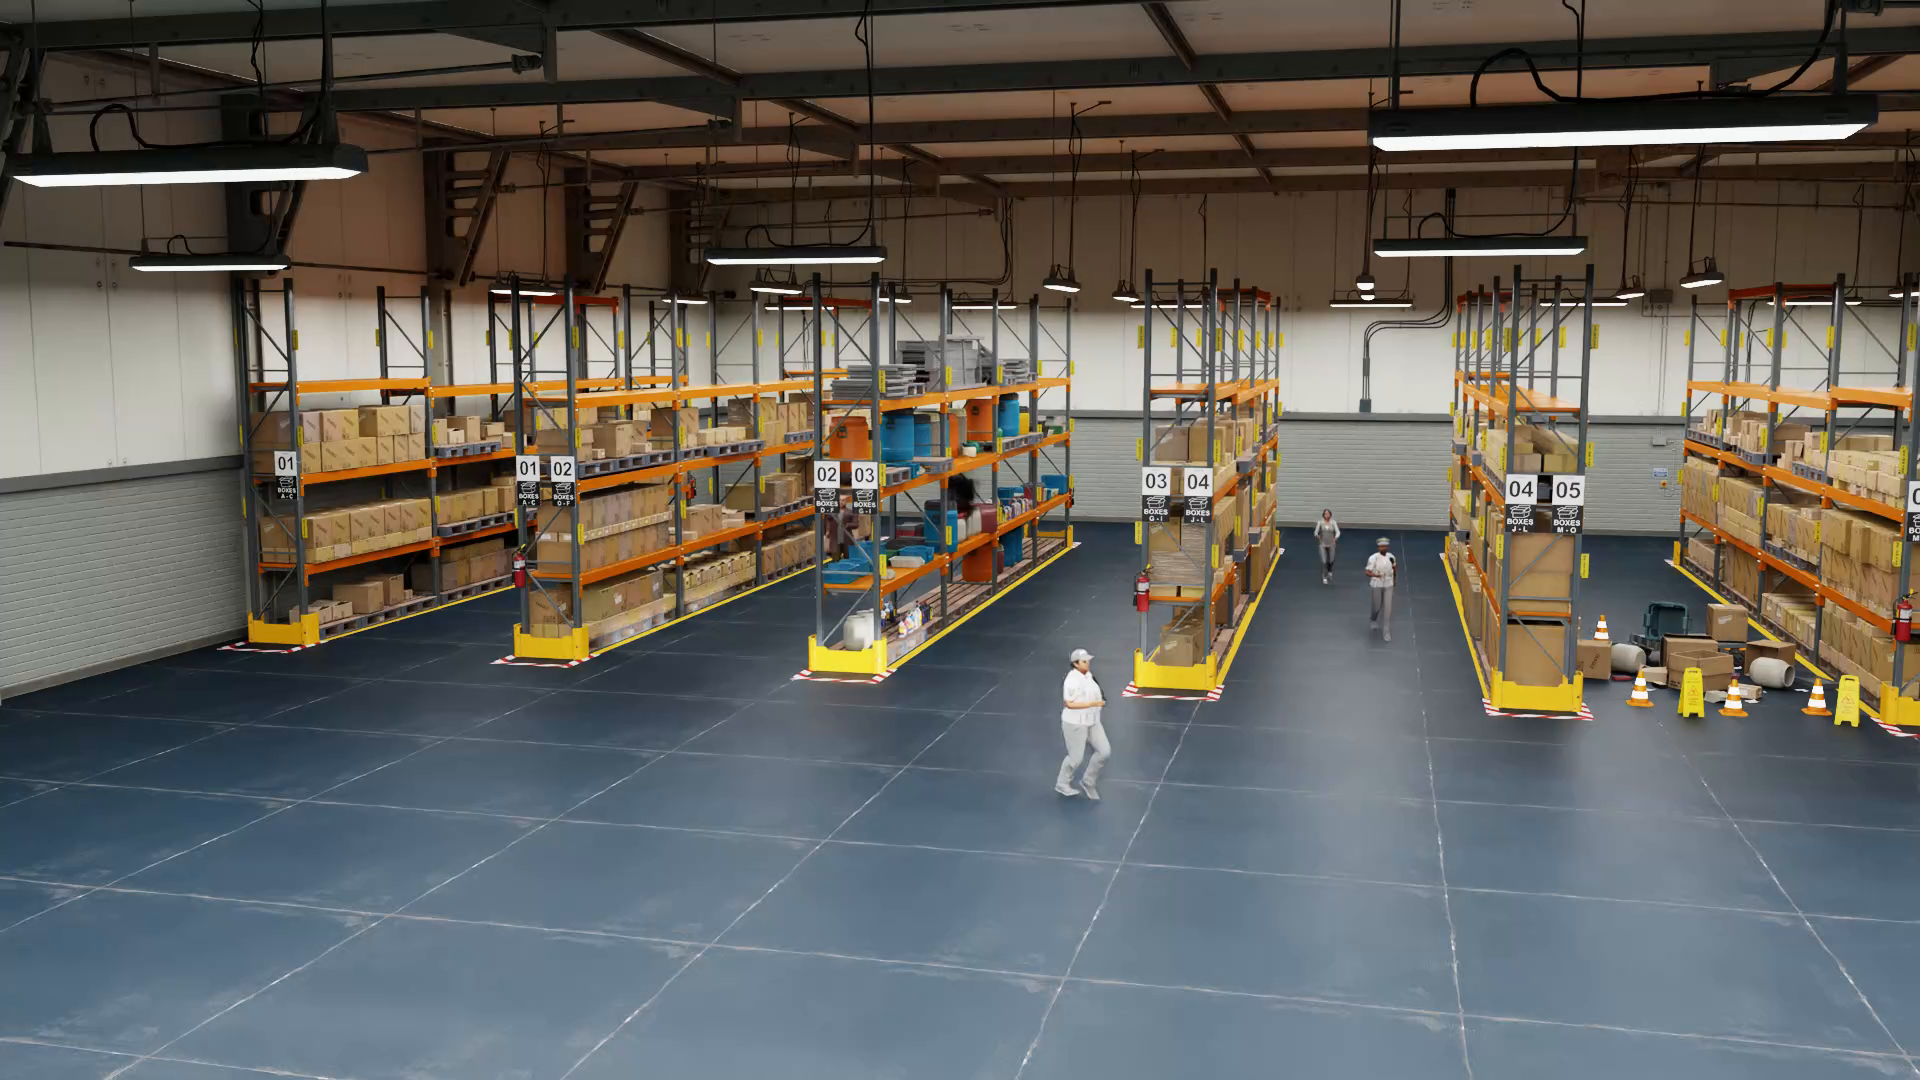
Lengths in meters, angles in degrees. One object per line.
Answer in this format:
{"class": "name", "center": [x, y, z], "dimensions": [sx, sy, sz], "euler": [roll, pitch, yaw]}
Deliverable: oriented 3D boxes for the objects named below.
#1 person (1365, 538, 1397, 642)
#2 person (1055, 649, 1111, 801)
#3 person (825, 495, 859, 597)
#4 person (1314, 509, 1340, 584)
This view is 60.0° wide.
{"class": "person", "center": [7.102, 0.796, 27.989], "dimensions": [0.579, 1.699, 0.923], "euler": [0, 7, 2]}
{"class": "person", "center": [1.351, 2.029, 18.106], "dimensions": [0.660, 1.700, 0.583], "euler": [6, 9, 39]}
{"class": "person", "center": [-2.228, 0.187, 31.367], "dimensions": [0.672, 1.684, 0.818], "euler": [0, 7, 3]}
{"class": "person", "center": [7.541, 0.133, 34.204], "dimensions": [0.530, 1.553, 0.552], "euler": [1, 7, 11]}
